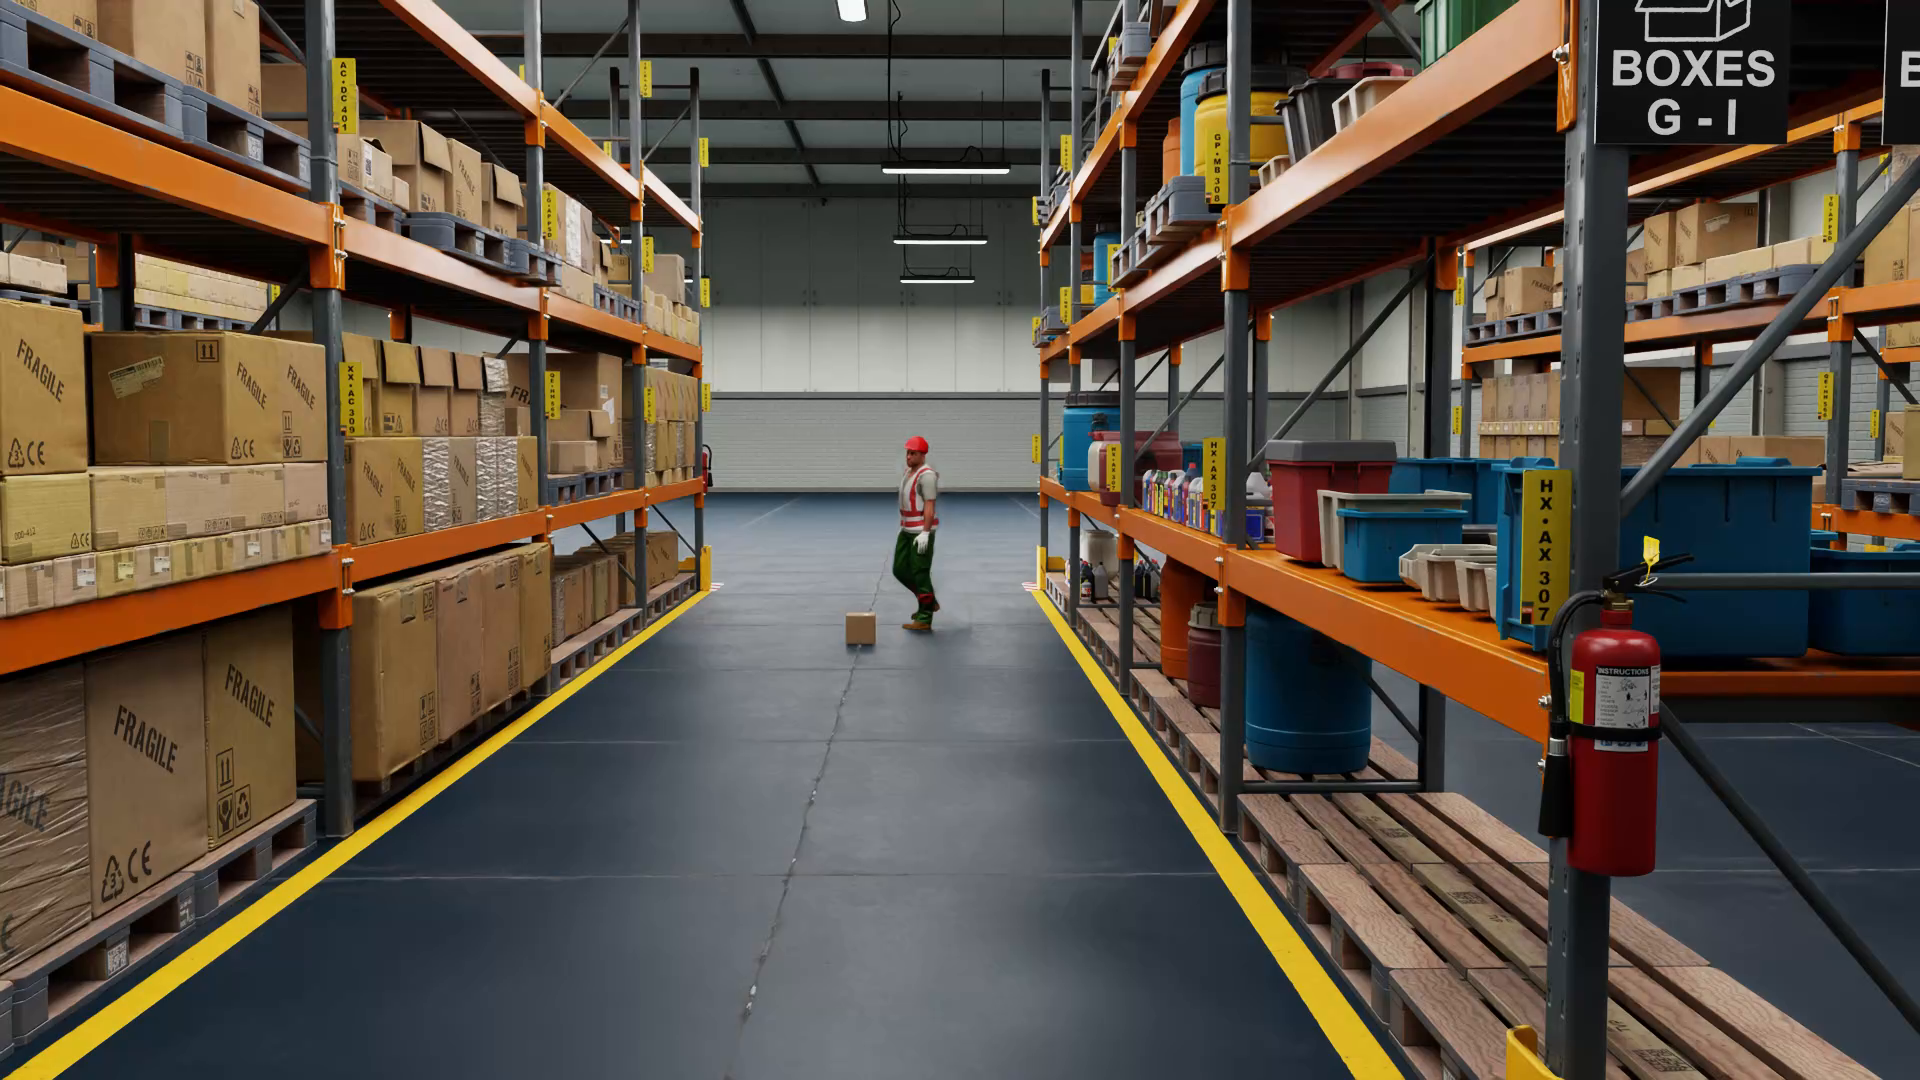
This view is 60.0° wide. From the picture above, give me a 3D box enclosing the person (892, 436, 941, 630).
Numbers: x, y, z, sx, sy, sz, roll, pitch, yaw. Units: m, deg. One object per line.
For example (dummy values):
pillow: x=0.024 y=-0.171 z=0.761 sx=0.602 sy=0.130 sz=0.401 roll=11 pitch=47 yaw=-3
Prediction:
person: x=-0.348 y=-0.064 z=15.310 sx=0.493 sy=1.786 sz=0.596 roll=-2 pitch=4 yaw=-26
